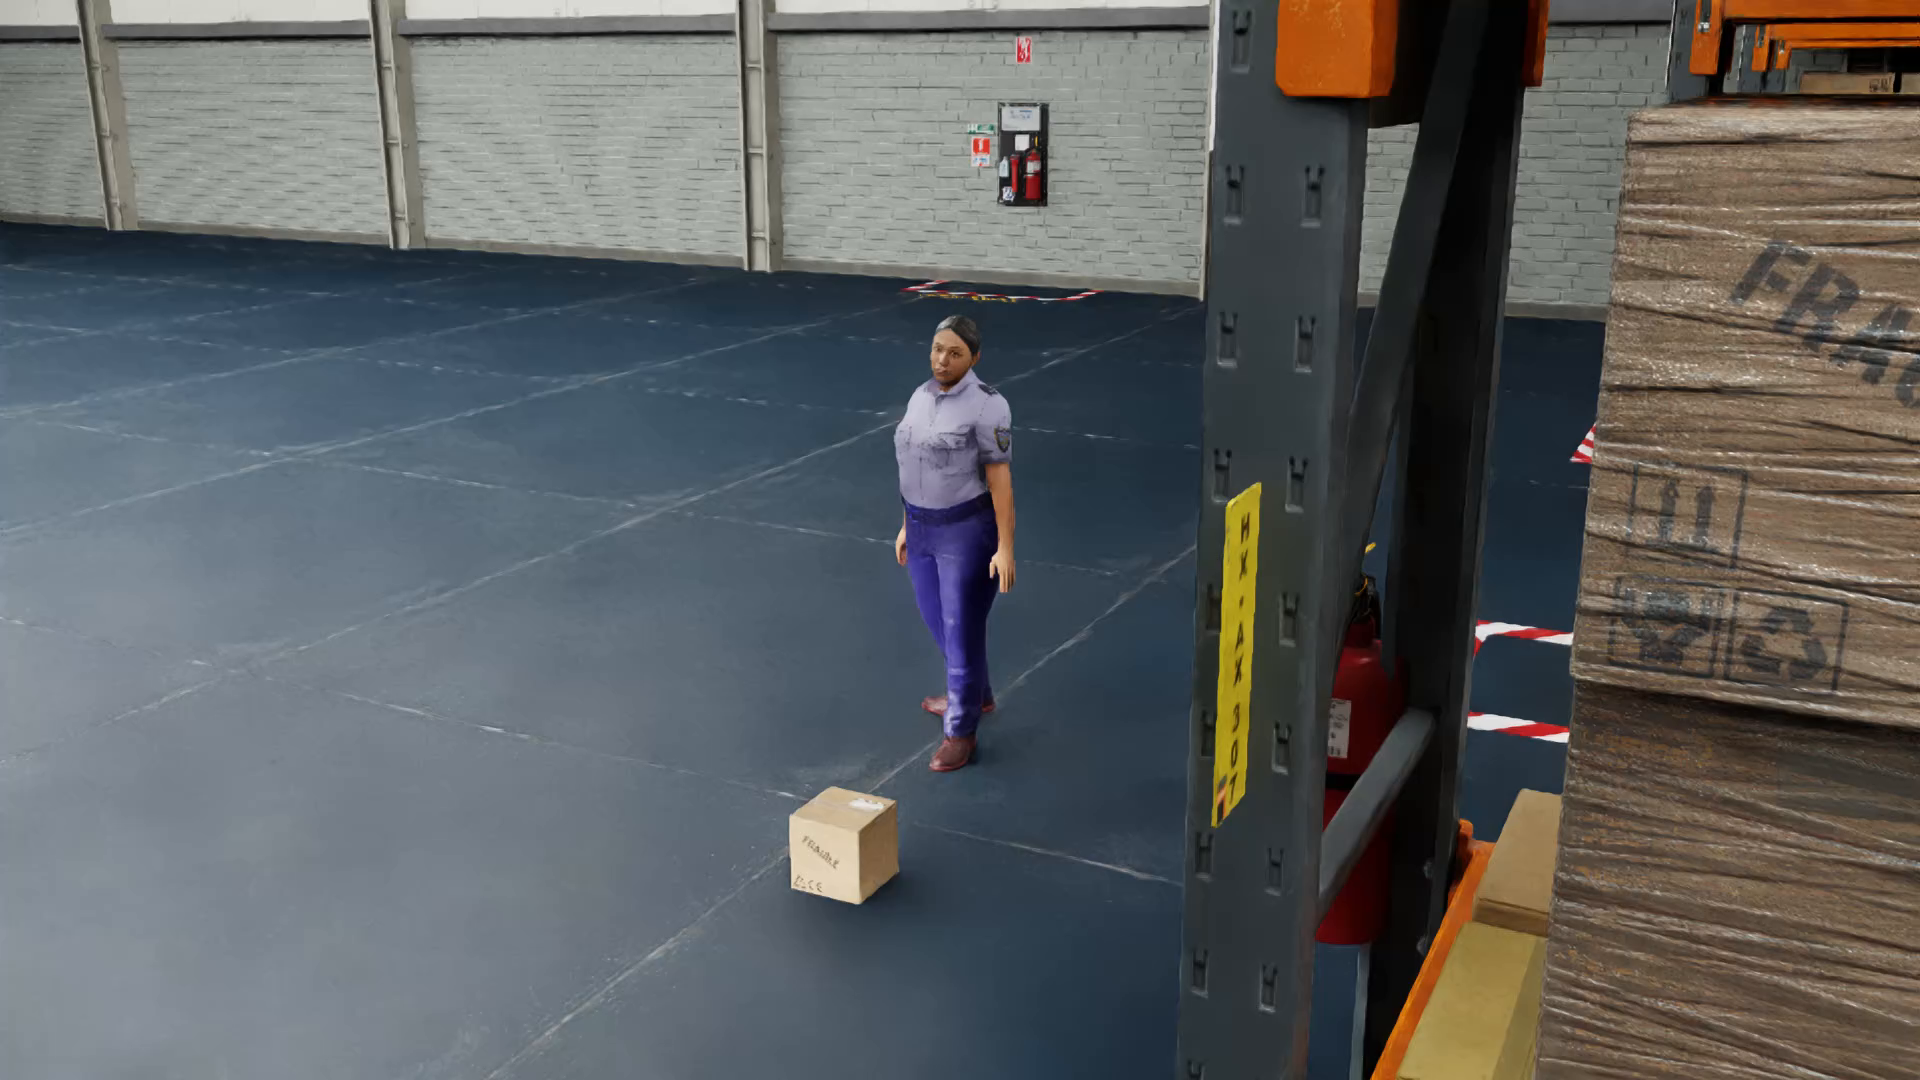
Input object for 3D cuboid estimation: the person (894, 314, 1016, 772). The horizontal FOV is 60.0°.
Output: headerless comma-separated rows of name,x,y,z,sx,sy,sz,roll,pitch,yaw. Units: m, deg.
person,0.002,-0.018,6.135,0.521,1.648,0.667,-13,21,-39
